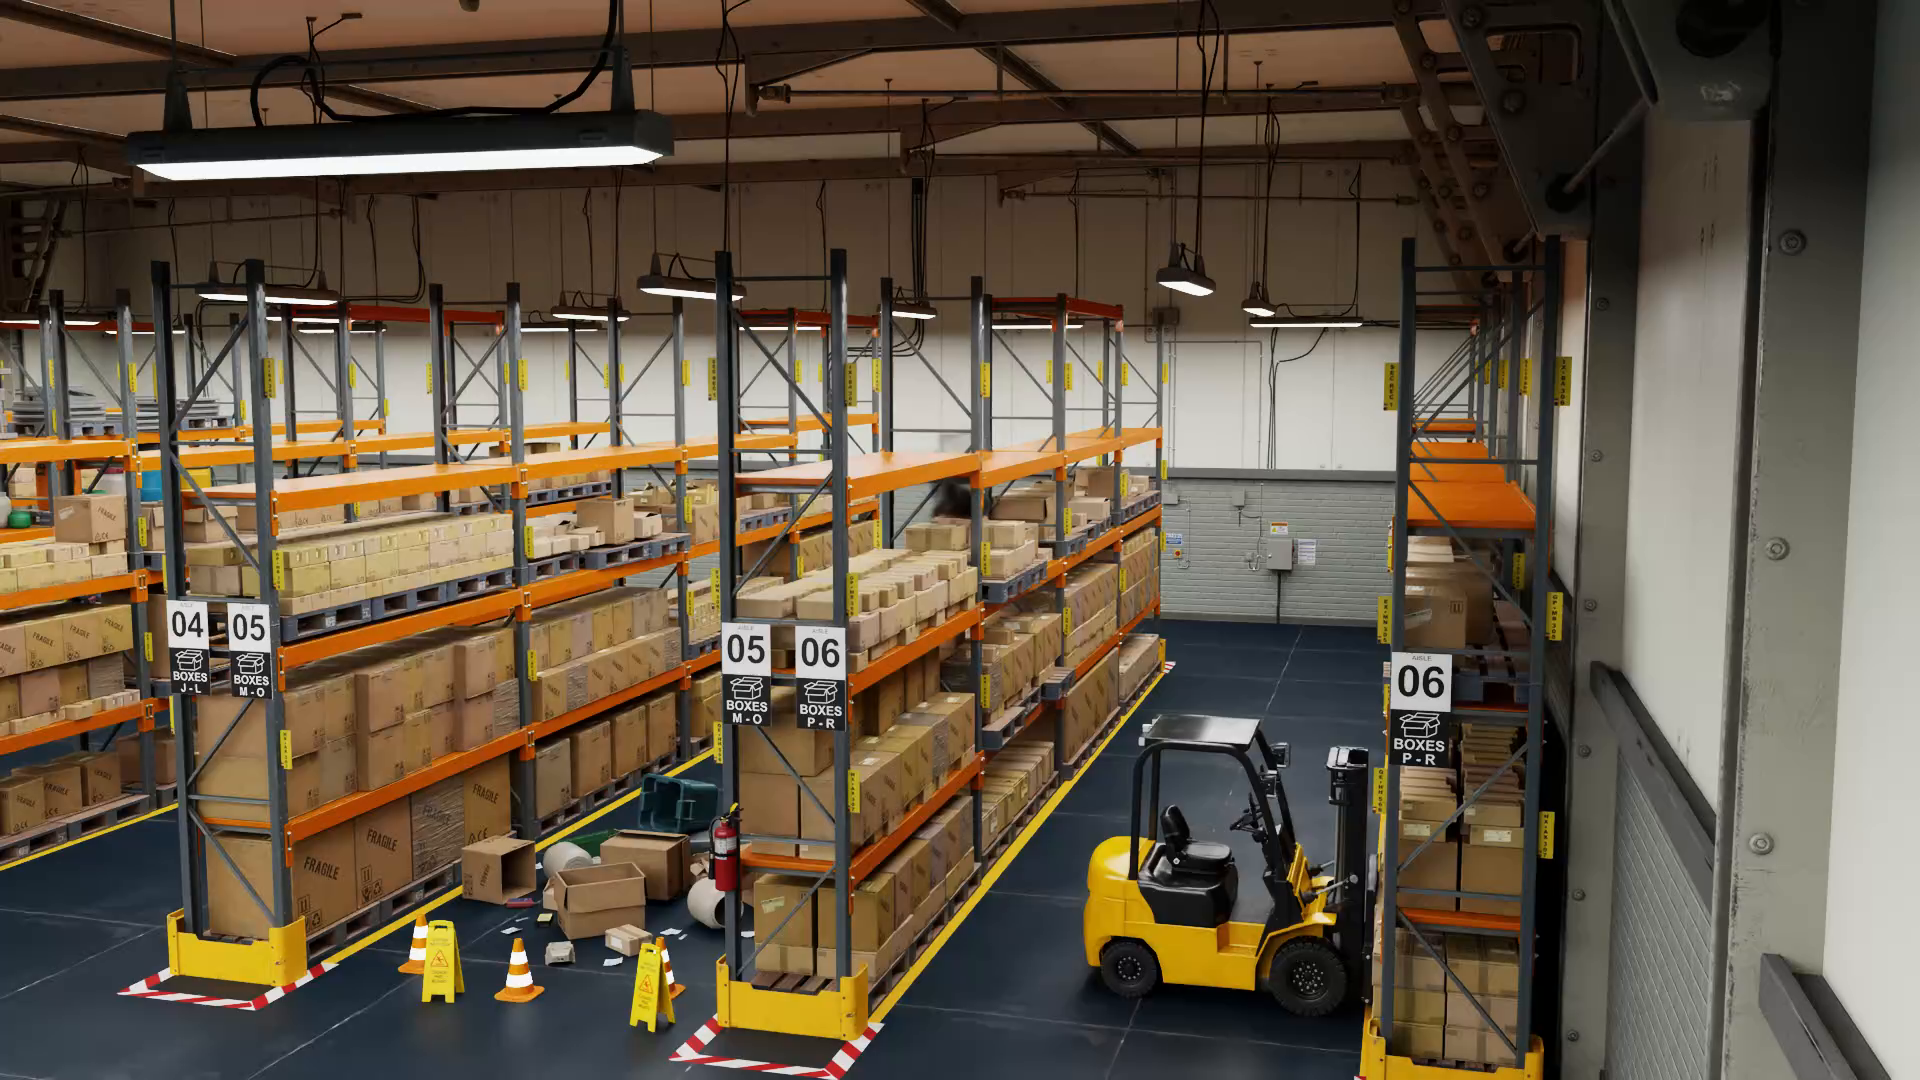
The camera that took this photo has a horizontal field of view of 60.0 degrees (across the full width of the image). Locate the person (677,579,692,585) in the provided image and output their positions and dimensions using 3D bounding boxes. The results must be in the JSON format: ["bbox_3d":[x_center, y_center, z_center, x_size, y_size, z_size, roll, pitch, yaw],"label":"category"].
[{"bbox_3d":[-4.348,1.467,26.921,0.662,1.791,1.080,1,6,11],"label":"person"}]
